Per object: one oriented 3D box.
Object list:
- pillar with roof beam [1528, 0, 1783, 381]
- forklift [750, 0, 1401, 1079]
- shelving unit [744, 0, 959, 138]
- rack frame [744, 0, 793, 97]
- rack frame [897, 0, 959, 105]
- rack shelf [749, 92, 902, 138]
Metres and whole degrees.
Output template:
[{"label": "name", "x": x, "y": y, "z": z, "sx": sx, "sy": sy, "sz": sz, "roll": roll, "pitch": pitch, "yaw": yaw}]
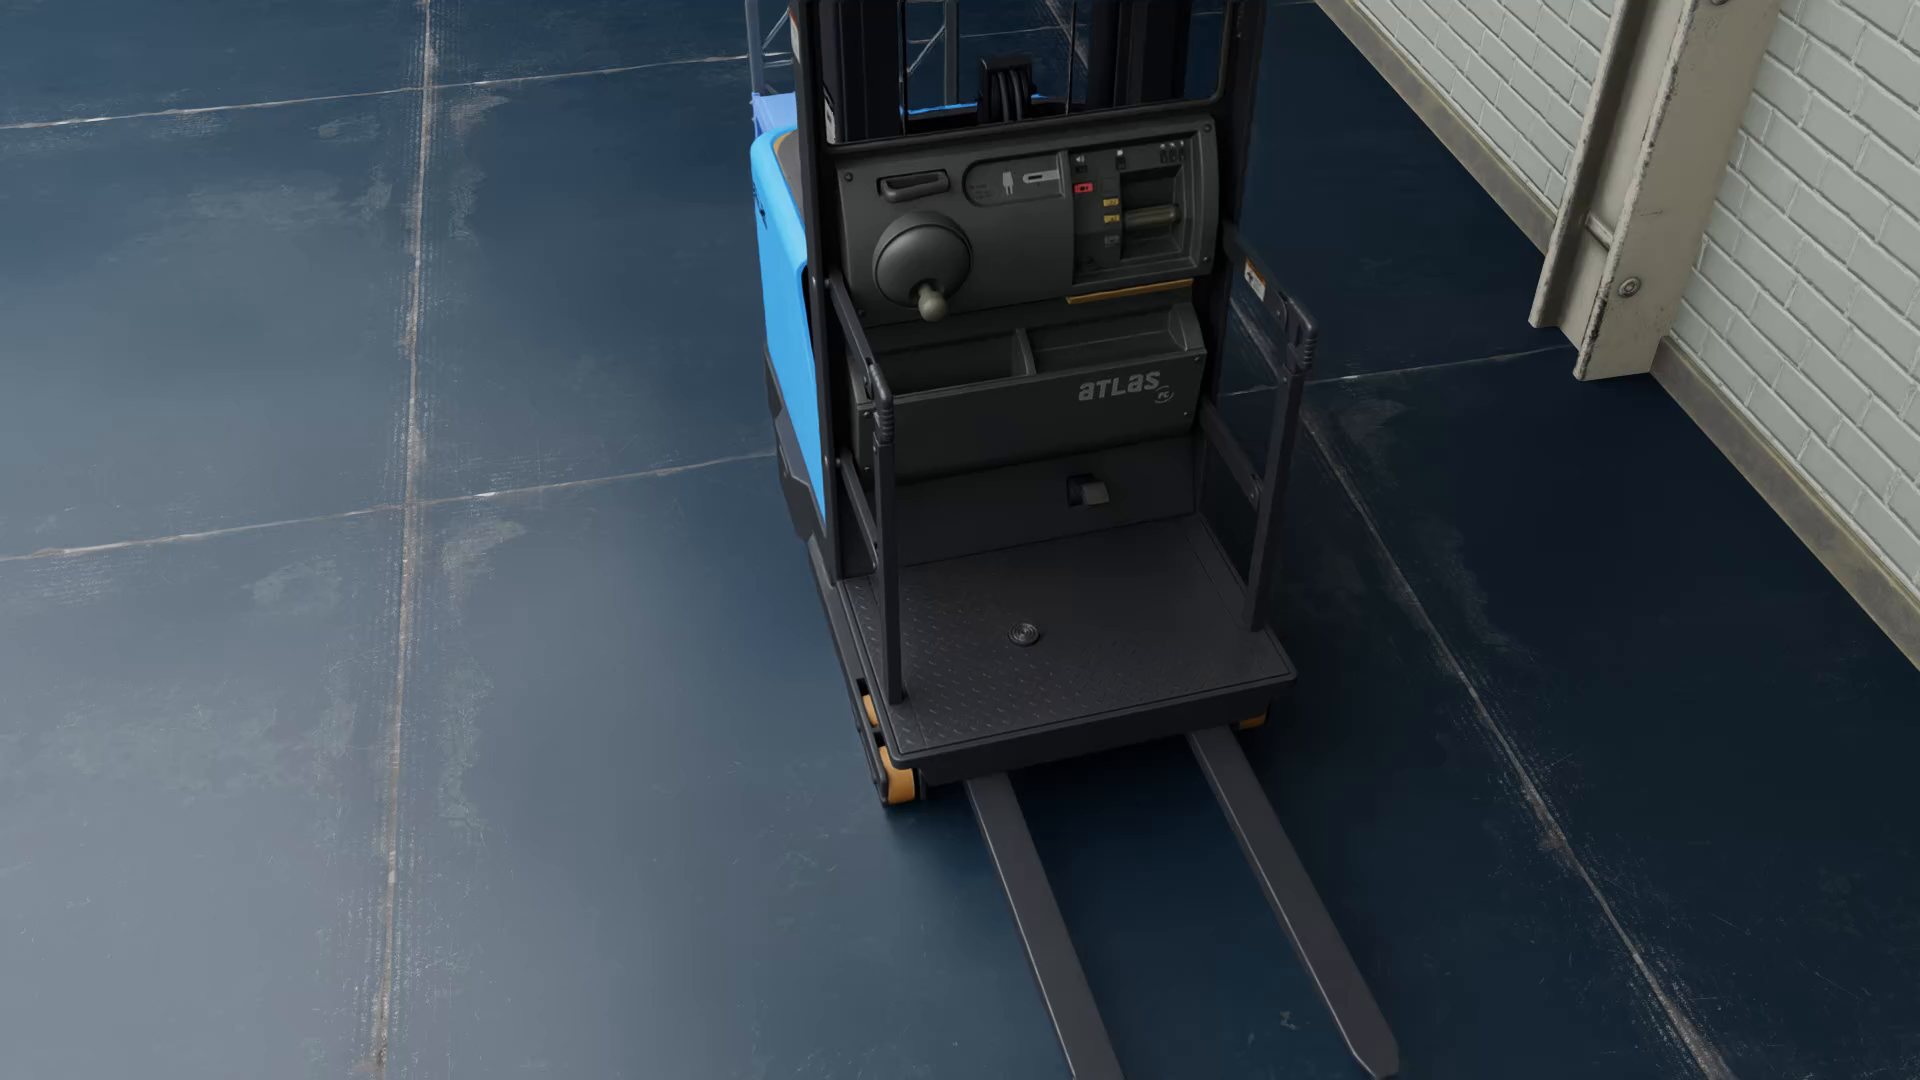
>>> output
[{"label": "pillar with roof beam", "x": -1.905, "y": -3.460, "z": 2.370, "sx": 9.100, "sy": 9.000, "sz": 0.400, "roll": -8, "pitch": 42, "yaw": -9}, {"label": "forklift", "x": 0.234, "y": -0.682, "z": 3.811, "sx": 1.130, "sy": 2.935, "sz": 3.031, "roll": -10, "pitch": 43, "yaw": -11}, {"label": "shelving unit", "x": -0.385, "y": -1.438, "z": 5.741, "sx": 0.538, "sy": 1.500, "sz": 1.048, "roll": -10, "pitch": 43, "yaw": -11}, {"label": "rack frame", "x": -0.520, "y": -1.764, "z": 6.107, "sx": 0.500, "sy": 1.500, "sz": 0.032, "roll": -10, "pitch": 43, "yaw": -11}, {"label": "rack frame", "x": -0.249, "y": -1.113, "z": 5.374, "sx": 0.500, "sy": 1.500, "sz": 0.032, "roll": -10, "pitch": 43, "yaw": -11}, {"label": "rack shelf", "x": -0.385, "y": -1.304, "z": 5.860, "sx": 0.538, "sy": 0.185, "sz": 1.000, "roll": -10, "pitch": 43, "yaw": -11}]
